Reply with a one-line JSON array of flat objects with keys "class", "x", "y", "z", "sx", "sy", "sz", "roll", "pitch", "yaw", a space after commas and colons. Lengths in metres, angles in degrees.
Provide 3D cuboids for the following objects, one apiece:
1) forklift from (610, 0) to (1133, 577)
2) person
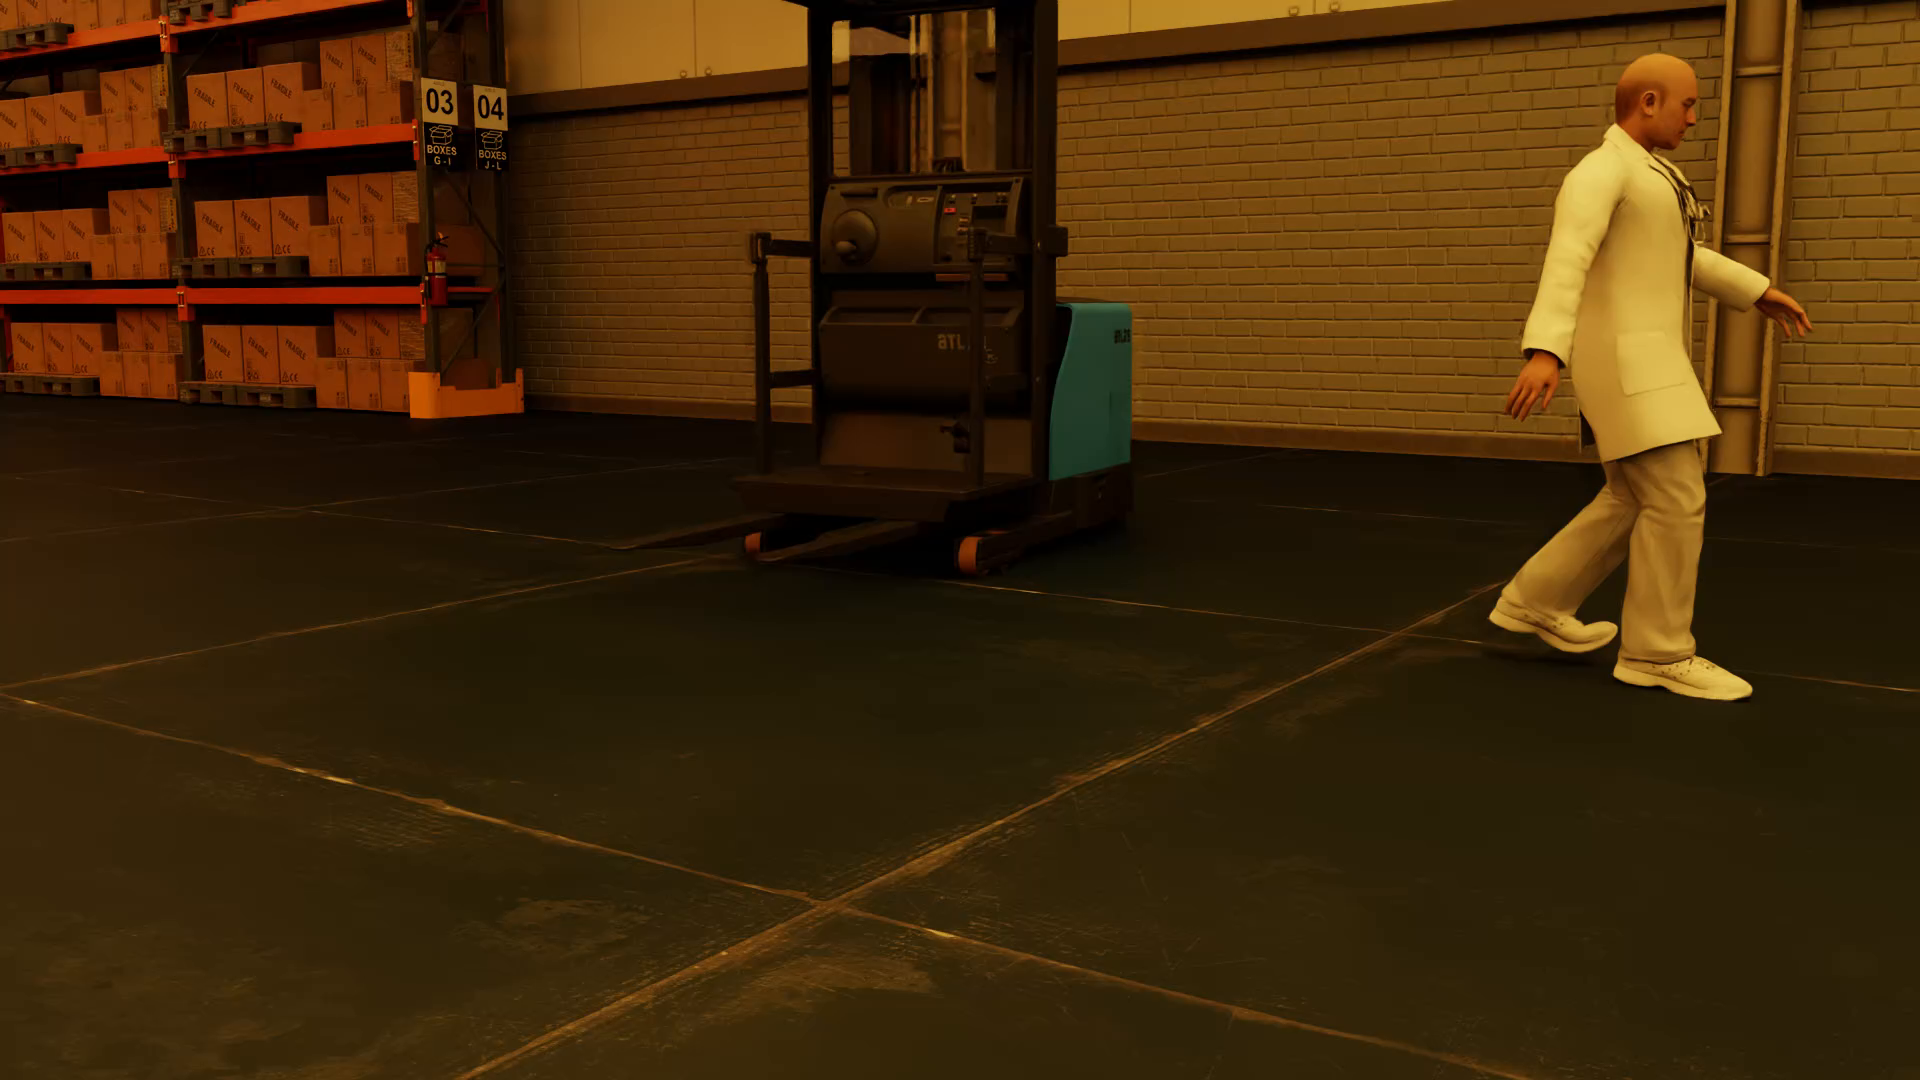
[{"class": "forklift", "x": -0.262, "y": -1.373, "z": 6.848, "sx": 1.130, "sy": 2.935, "sz": 3.031, "roll": 4, "pitch": 9, "yaw": 26}, {"class": "person", "x": 1.908, "y": -0.467, "z": 4.696, "sx": 0.806, "sy": 1.760, "sz": 0.980, "roll": 5, "pitch": 9, "yaw": 31}]
